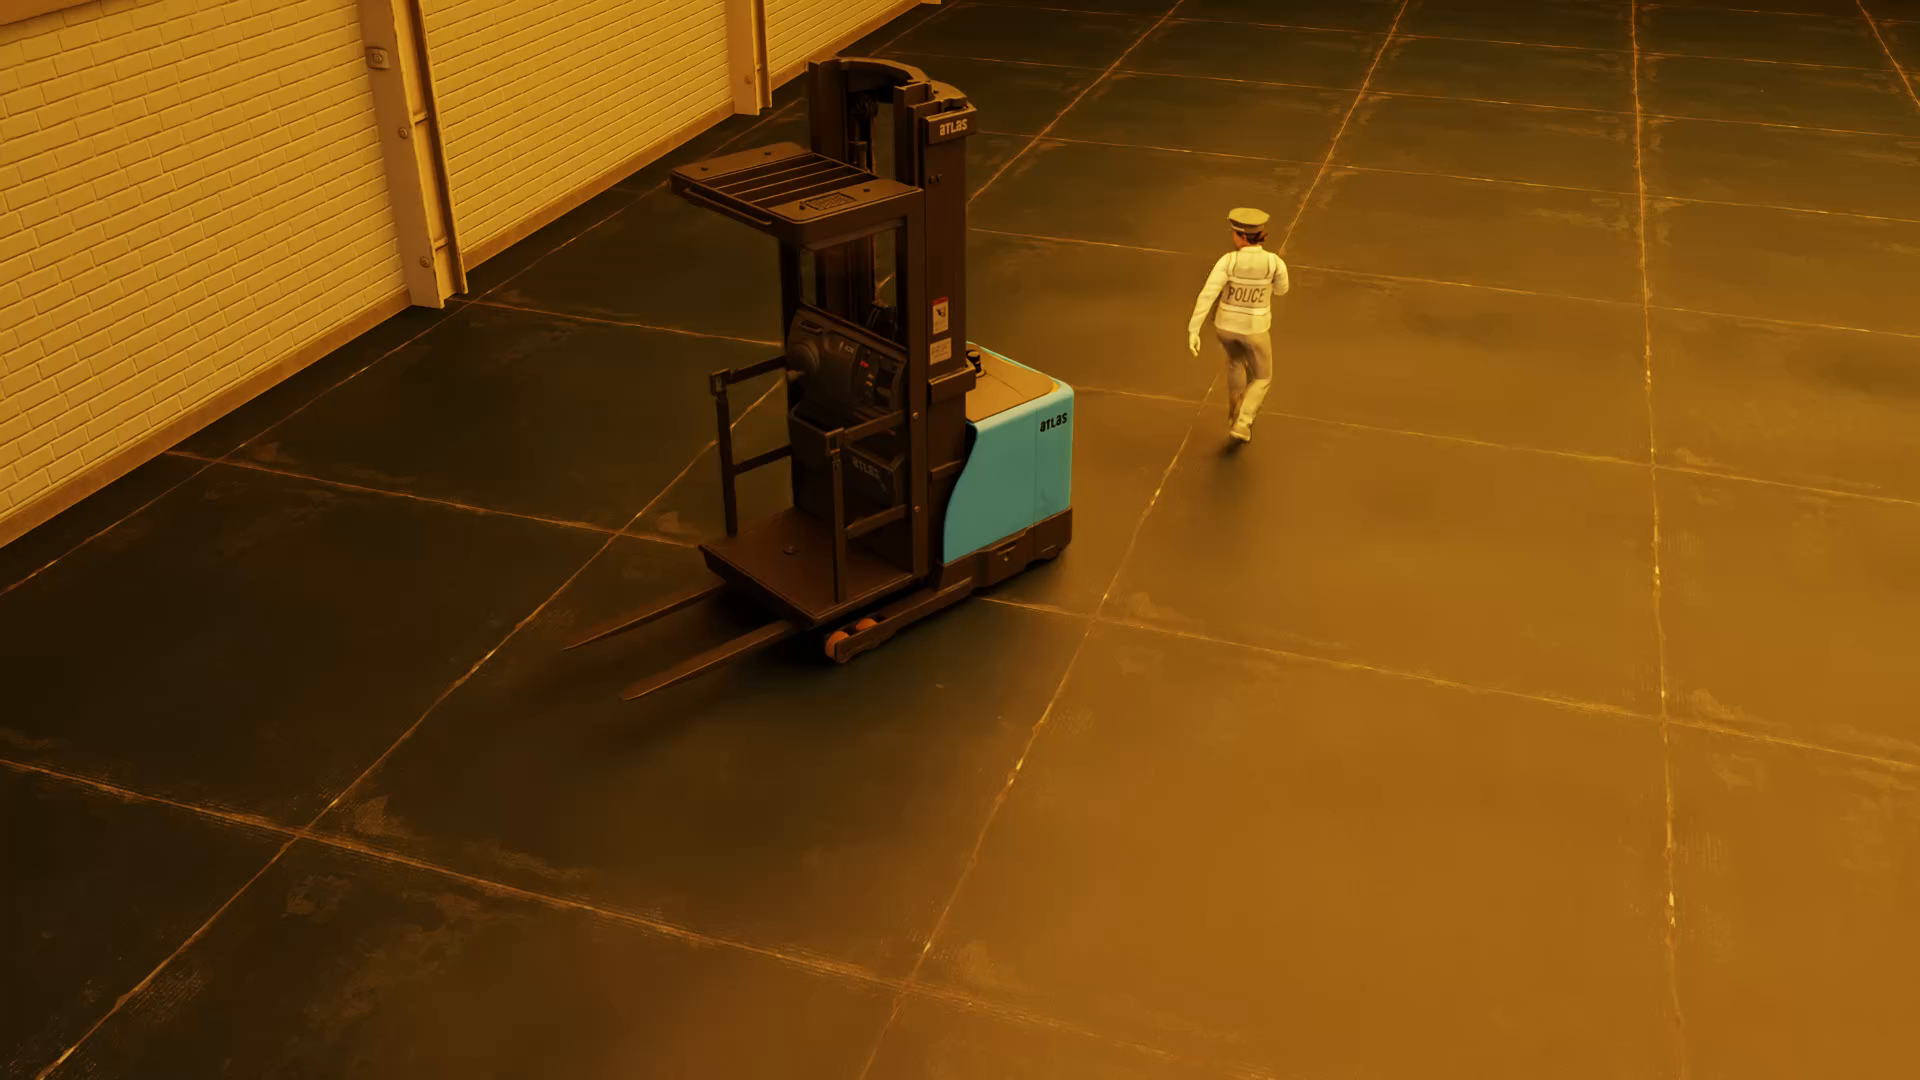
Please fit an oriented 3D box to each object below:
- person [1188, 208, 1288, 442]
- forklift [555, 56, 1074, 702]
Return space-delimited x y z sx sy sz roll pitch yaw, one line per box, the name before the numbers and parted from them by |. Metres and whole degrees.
person | 1.849 -1.414 10.999 0.539 1.585 0.776 12 32 19
forklift | -0.765 -0.905 8.724 3.031 2.935 1.130 -24 37 -36
